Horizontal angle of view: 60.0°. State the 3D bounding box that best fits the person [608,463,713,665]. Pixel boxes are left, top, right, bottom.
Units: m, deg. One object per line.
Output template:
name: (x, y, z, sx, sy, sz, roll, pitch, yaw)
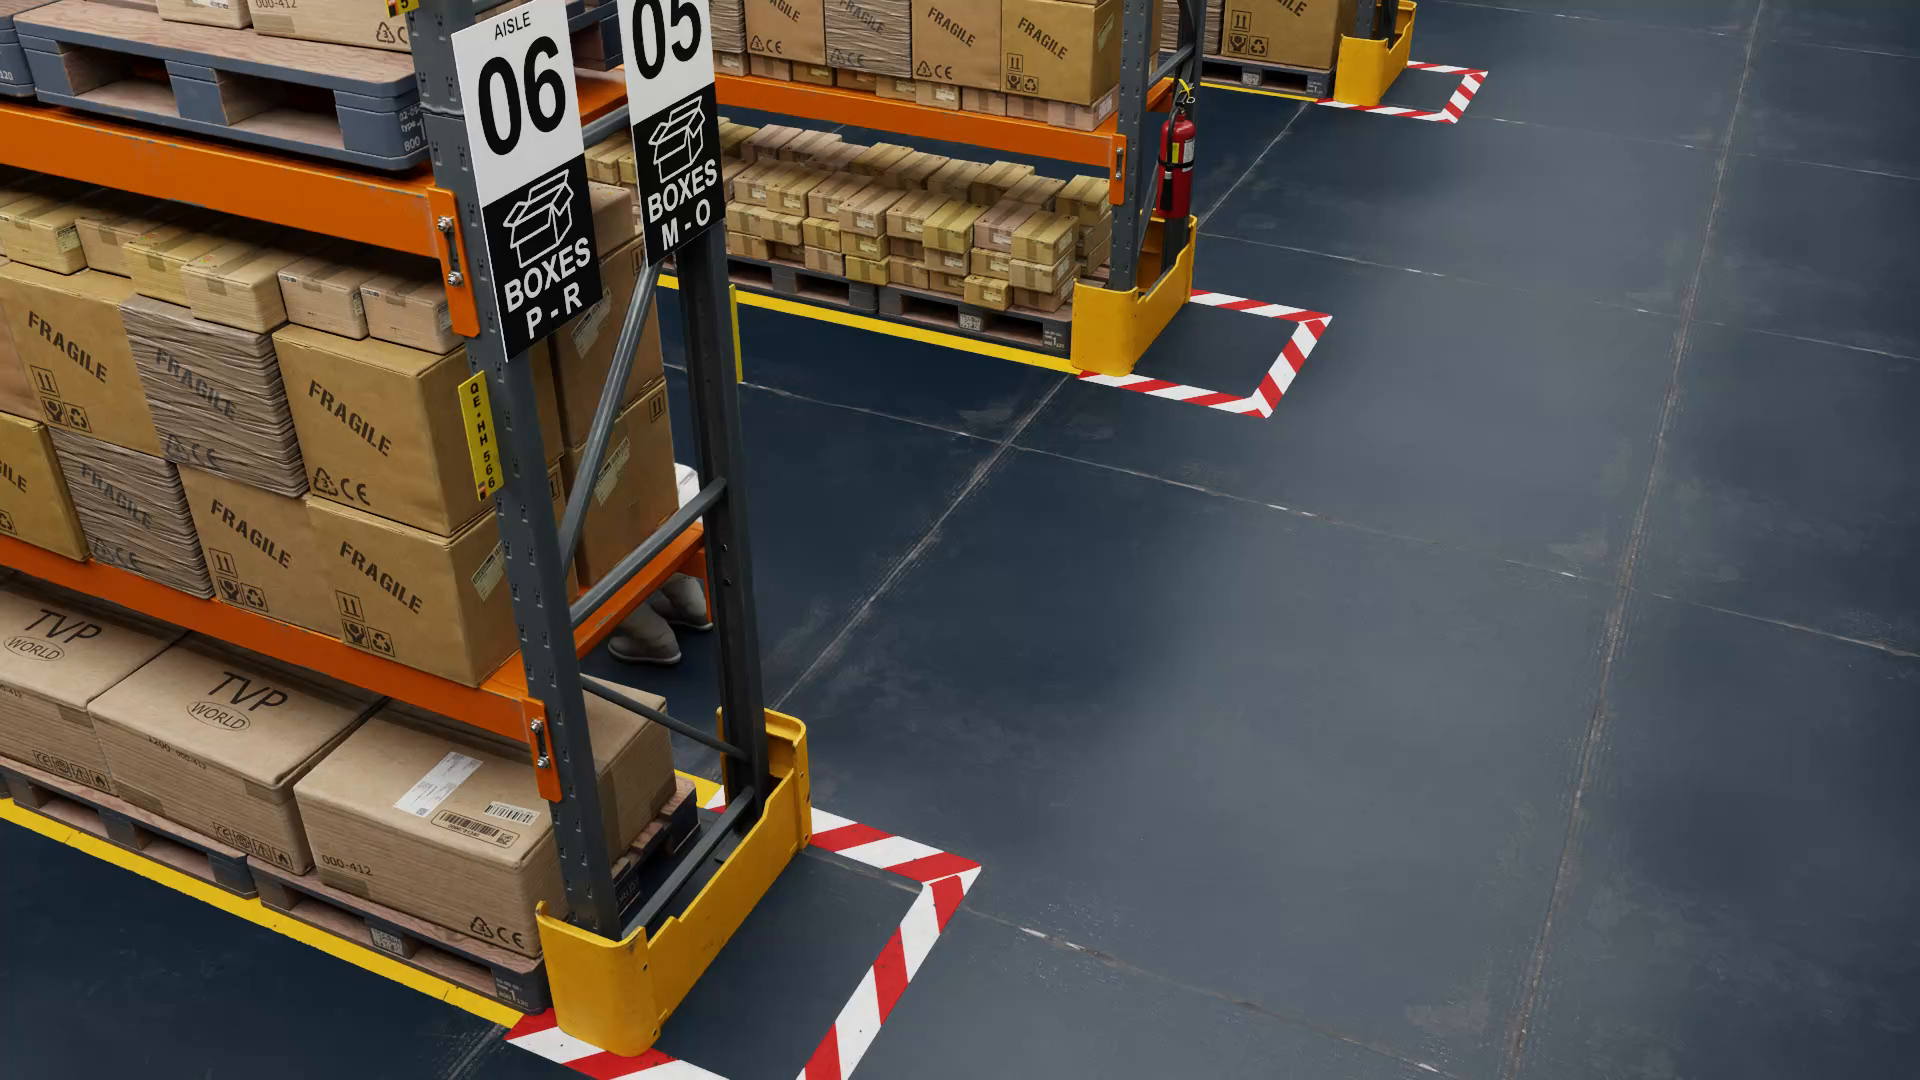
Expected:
person: (-1.431, 0.045, 6.930, 1.031, 0.840, 0.532, 13, 36, 19)
